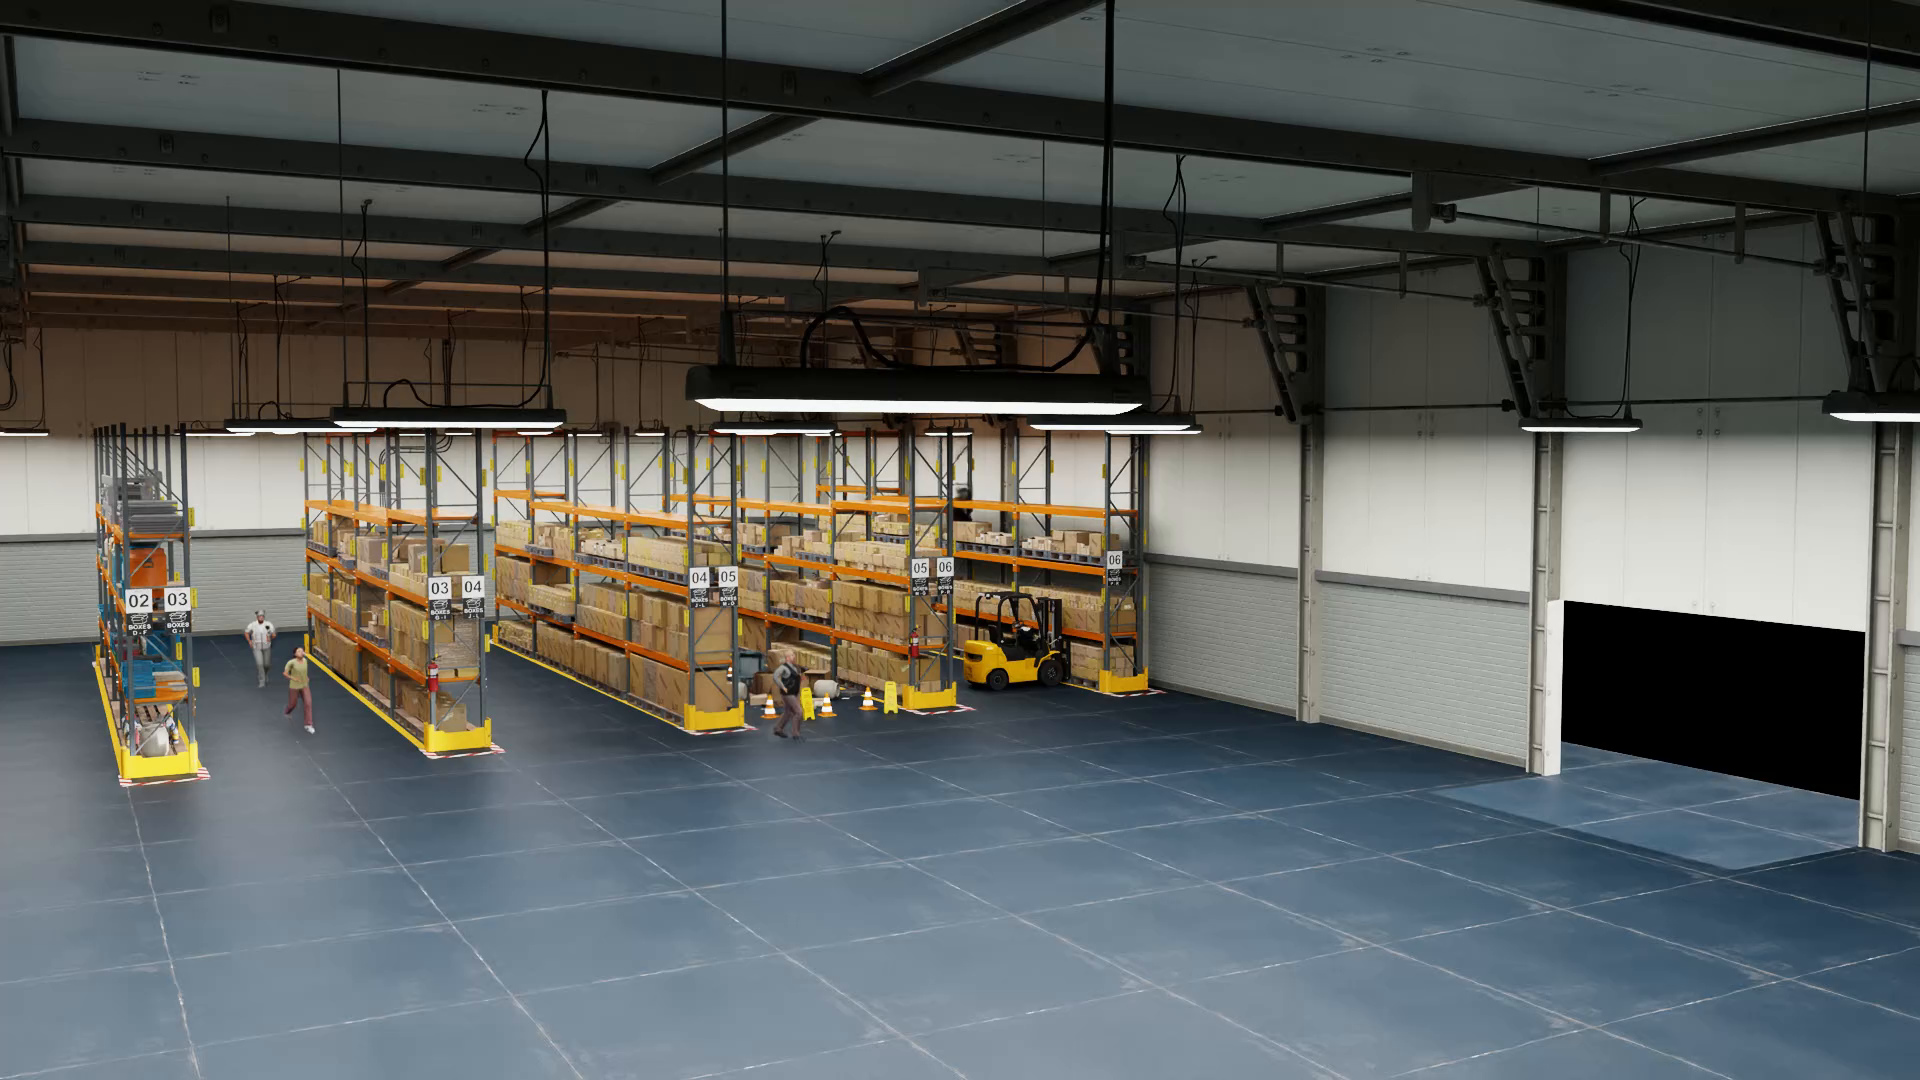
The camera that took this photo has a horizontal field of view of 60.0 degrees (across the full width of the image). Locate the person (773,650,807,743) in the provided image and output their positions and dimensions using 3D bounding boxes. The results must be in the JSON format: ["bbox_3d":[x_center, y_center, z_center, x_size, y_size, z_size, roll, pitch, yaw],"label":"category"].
[{"bbox_3d":[-3.237,2.968,31.450,0.714,1.781,0.650,1,4,10],"label":"person"}]

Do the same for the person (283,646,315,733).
[{"bbox_3d":[-13.049,2.920,32.741,0.546,1.670,1.124,-3,5,-42],"label":"person"}]

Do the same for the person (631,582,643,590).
[{"bbox_3d":[-9.986,1.860,50.652,0.686,1.614,0.505,-3,5,-42],"label":"person"}]

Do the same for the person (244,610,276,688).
[{"bbox_3d":[-16.231,2.504,38.615,0.666,1.790,0.825,-2,4,-30],"label":"person"}]
